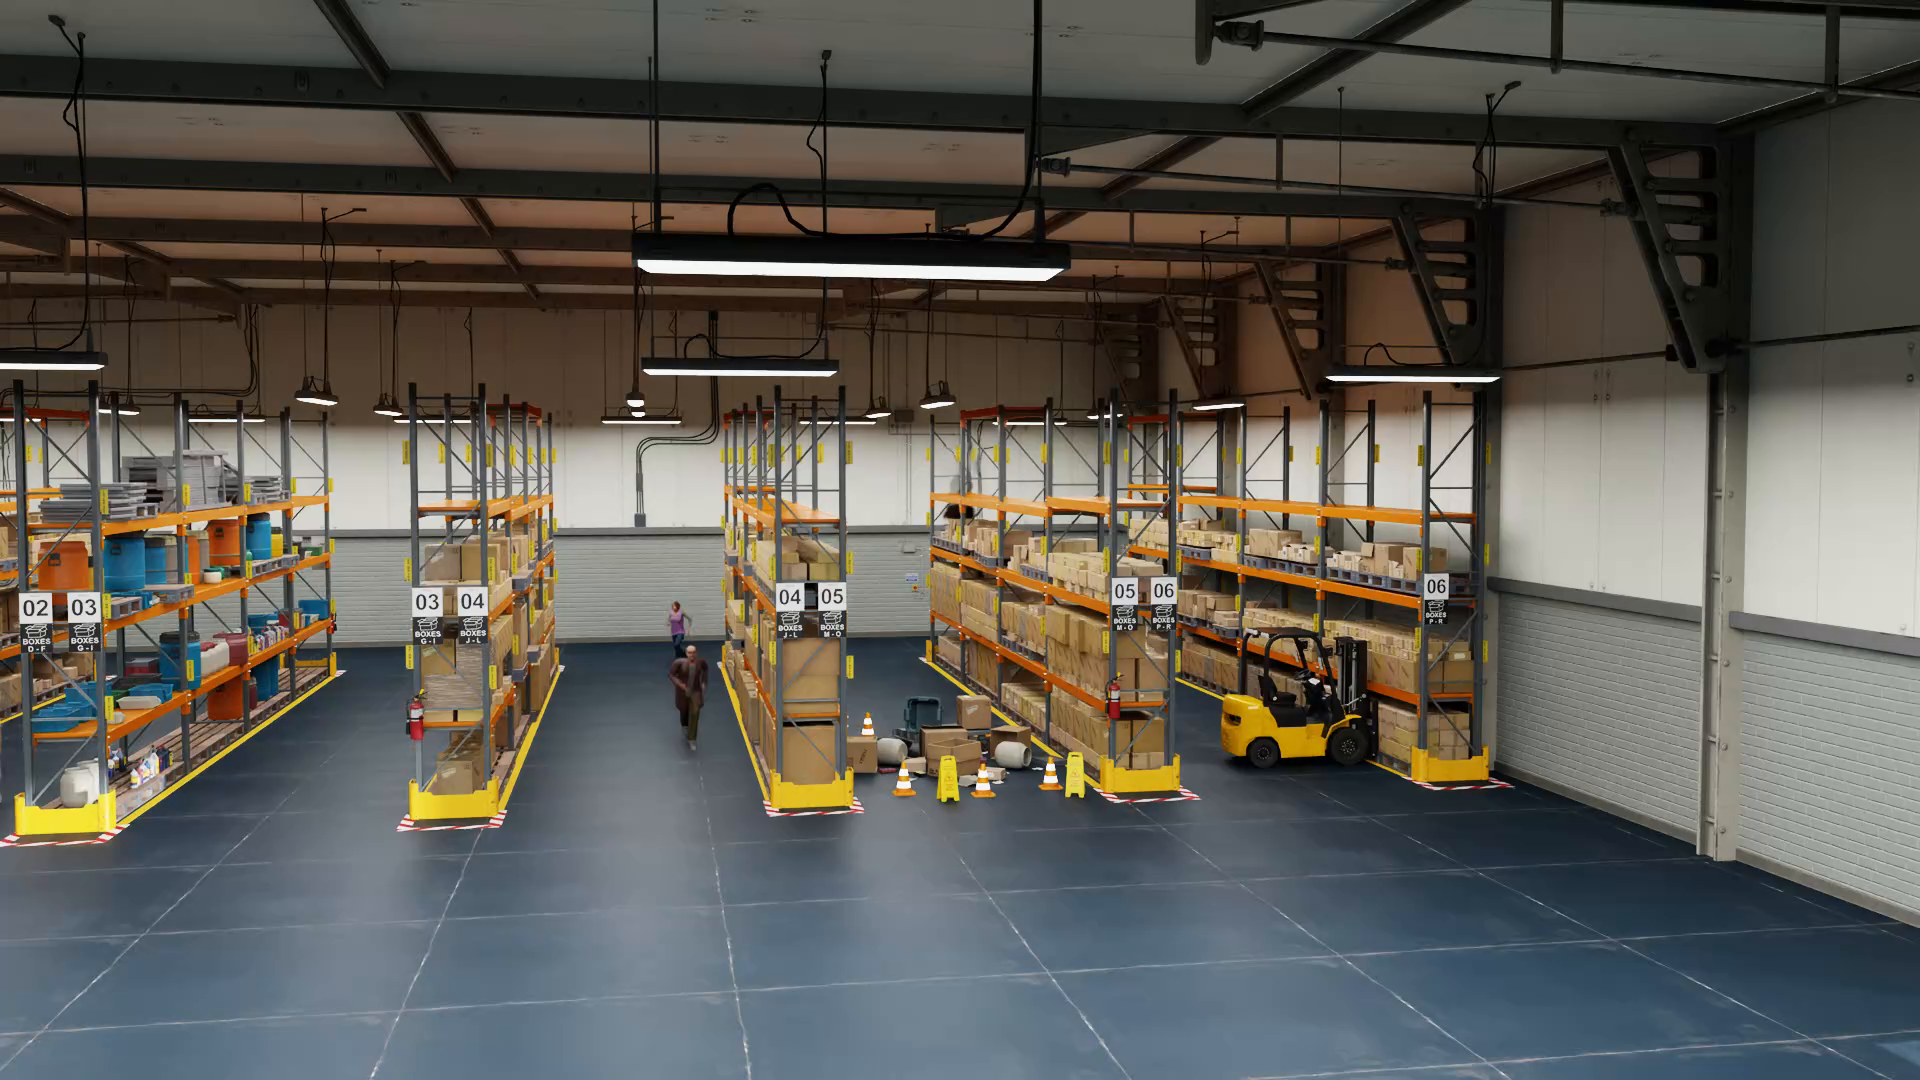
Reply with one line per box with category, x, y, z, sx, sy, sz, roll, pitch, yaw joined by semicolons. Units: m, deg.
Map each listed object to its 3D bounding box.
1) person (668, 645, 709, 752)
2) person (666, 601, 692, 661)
person;-4.675;2.679;28.663;0.712;1.778;1.187;-1;3;-15
person;-6.606;2.237;39.041;0.552;1.626;0.770;1;3;23
